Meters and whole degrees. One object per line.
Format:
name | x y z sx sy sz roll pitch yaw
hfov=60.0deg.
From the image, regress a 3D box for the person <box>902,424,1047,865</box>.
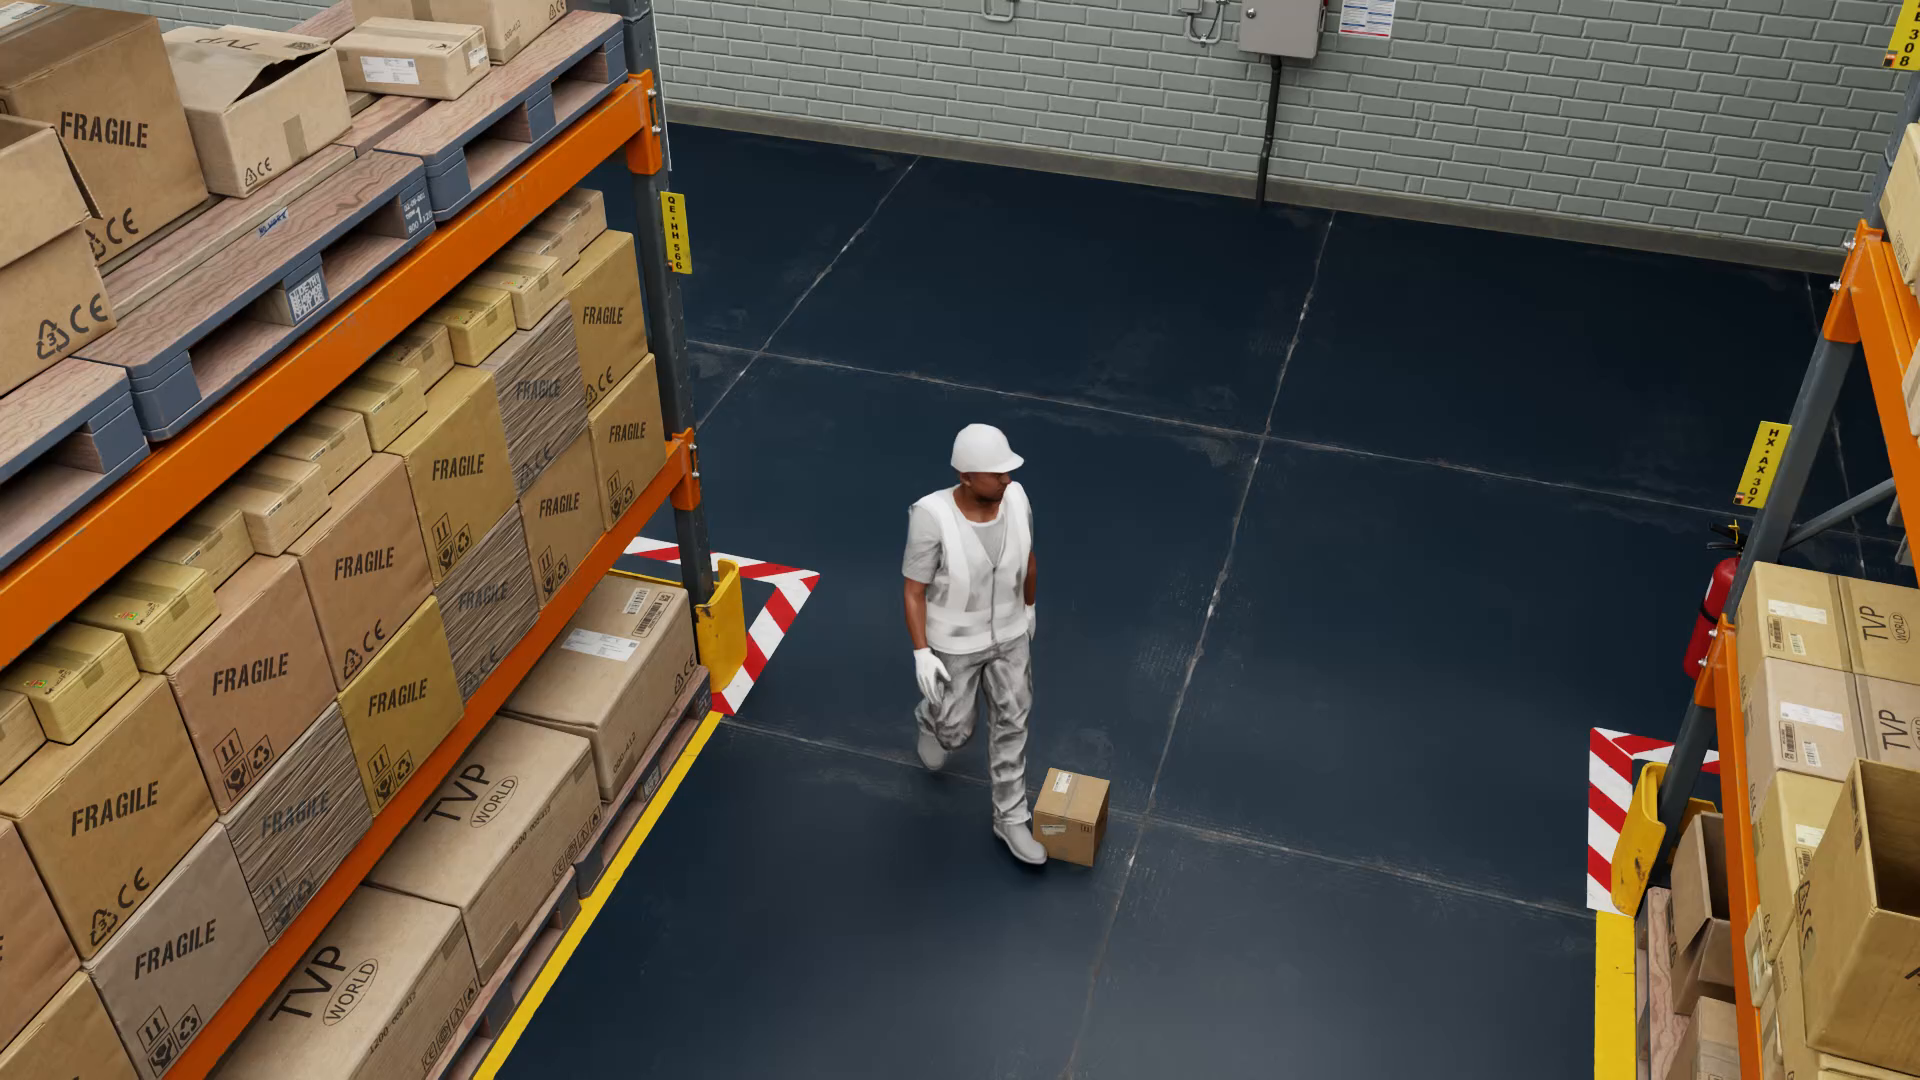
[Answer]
person | 0.088 0.398 6.366 0.643 1.748 0.864 -18 40 -22
